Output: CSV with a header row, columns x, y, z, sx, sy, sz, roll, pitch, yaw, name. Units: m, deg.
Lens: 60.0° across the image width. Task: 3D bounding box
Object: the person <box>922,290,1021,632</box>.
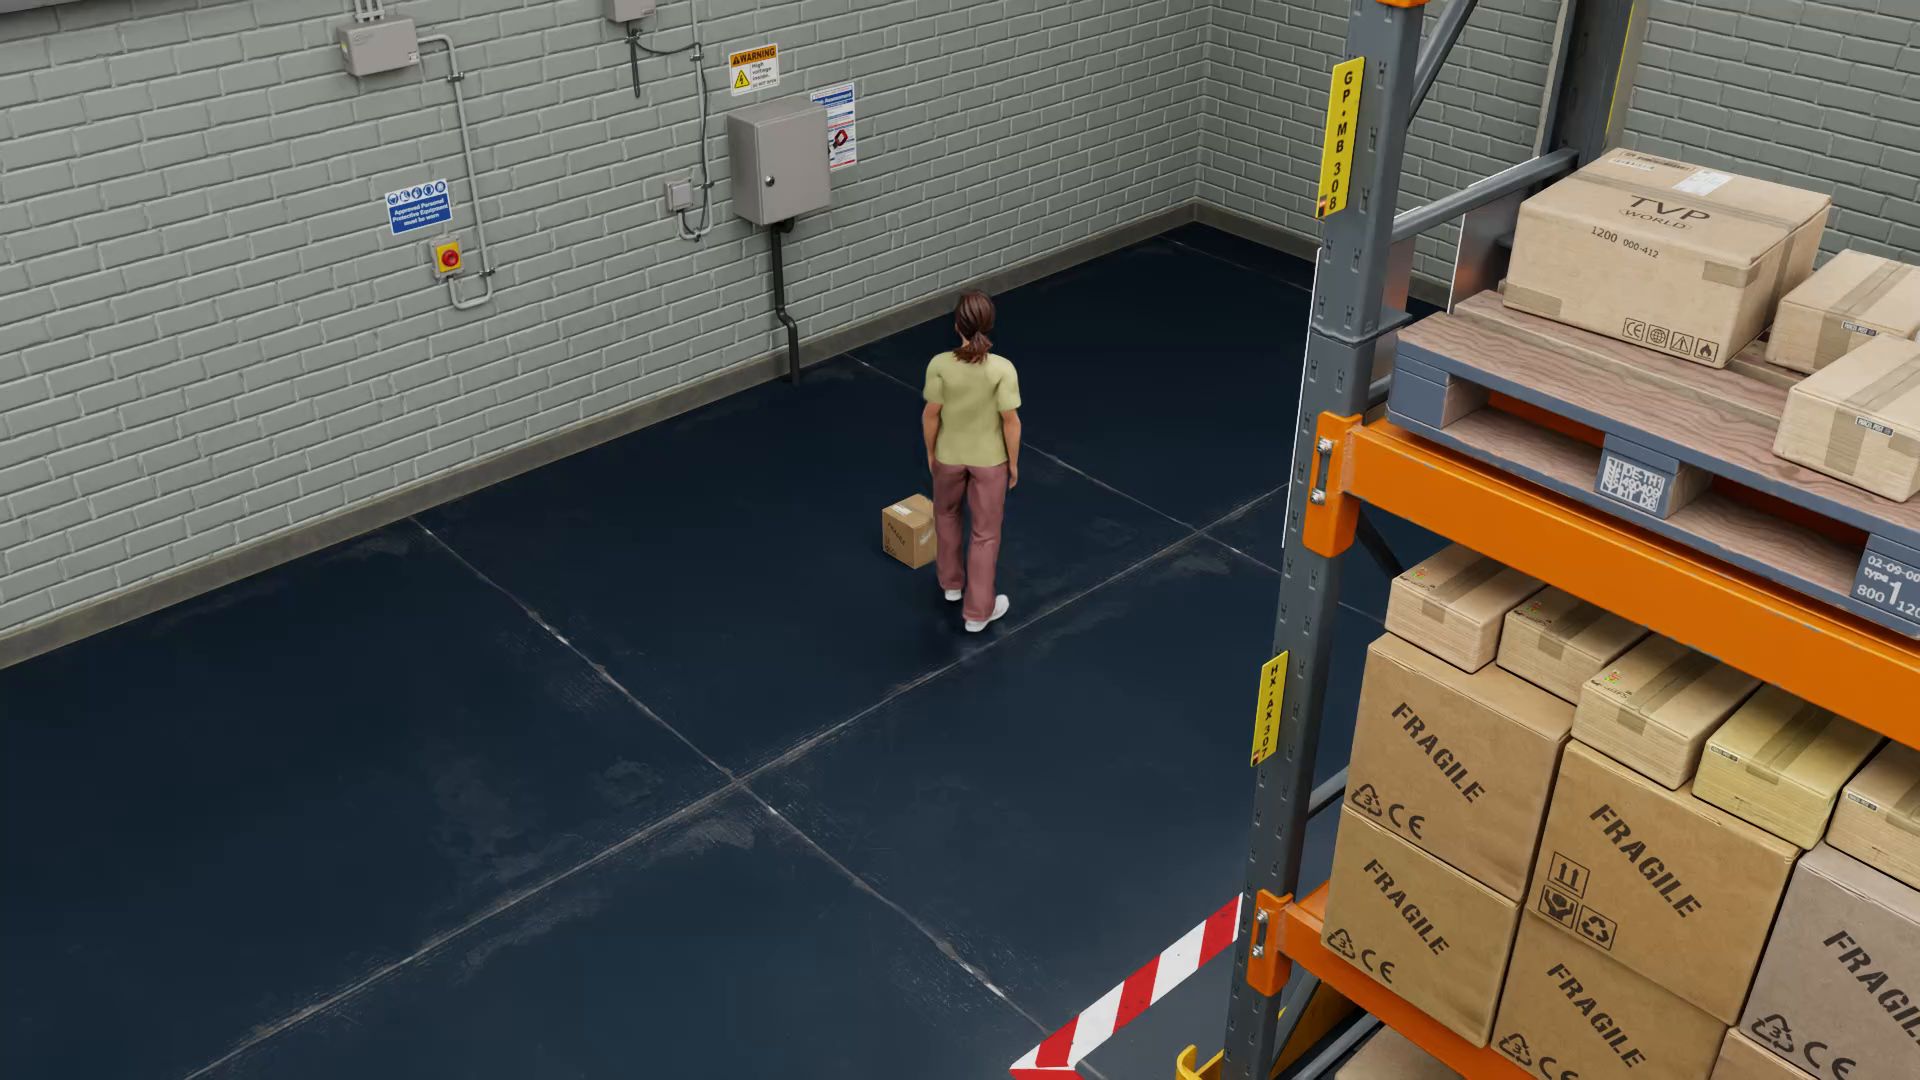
x,y,z,sx,sy,sz,roll,pitch,yaw,name
0.071,-0.394,7.745,0.453,1.670,0.525,6,32,10,person
